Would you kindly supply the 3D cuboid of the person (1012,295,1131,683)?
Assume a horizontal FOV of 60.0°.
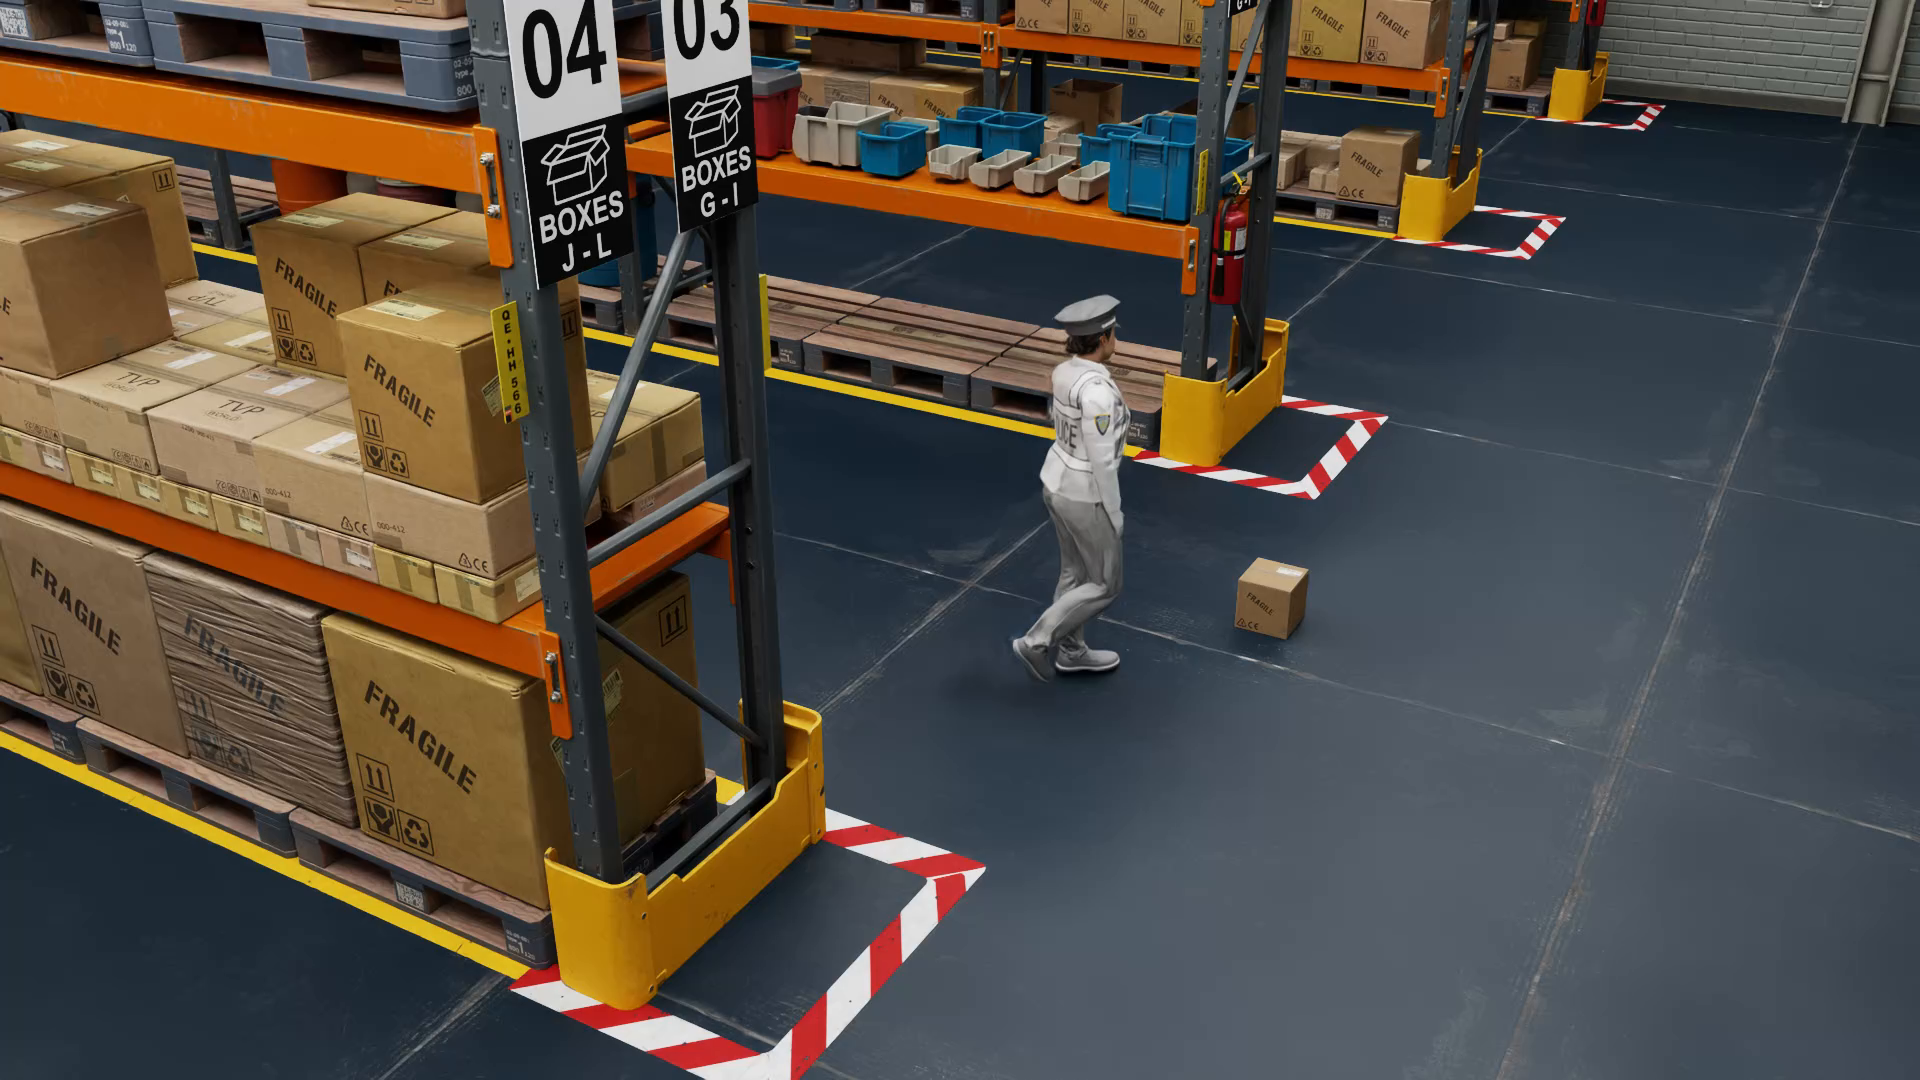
[{"bbox_3d":[0.445,-0.173,6.914,0.527,1.665,0.510,-6,27,-12],"label":"person"}]
